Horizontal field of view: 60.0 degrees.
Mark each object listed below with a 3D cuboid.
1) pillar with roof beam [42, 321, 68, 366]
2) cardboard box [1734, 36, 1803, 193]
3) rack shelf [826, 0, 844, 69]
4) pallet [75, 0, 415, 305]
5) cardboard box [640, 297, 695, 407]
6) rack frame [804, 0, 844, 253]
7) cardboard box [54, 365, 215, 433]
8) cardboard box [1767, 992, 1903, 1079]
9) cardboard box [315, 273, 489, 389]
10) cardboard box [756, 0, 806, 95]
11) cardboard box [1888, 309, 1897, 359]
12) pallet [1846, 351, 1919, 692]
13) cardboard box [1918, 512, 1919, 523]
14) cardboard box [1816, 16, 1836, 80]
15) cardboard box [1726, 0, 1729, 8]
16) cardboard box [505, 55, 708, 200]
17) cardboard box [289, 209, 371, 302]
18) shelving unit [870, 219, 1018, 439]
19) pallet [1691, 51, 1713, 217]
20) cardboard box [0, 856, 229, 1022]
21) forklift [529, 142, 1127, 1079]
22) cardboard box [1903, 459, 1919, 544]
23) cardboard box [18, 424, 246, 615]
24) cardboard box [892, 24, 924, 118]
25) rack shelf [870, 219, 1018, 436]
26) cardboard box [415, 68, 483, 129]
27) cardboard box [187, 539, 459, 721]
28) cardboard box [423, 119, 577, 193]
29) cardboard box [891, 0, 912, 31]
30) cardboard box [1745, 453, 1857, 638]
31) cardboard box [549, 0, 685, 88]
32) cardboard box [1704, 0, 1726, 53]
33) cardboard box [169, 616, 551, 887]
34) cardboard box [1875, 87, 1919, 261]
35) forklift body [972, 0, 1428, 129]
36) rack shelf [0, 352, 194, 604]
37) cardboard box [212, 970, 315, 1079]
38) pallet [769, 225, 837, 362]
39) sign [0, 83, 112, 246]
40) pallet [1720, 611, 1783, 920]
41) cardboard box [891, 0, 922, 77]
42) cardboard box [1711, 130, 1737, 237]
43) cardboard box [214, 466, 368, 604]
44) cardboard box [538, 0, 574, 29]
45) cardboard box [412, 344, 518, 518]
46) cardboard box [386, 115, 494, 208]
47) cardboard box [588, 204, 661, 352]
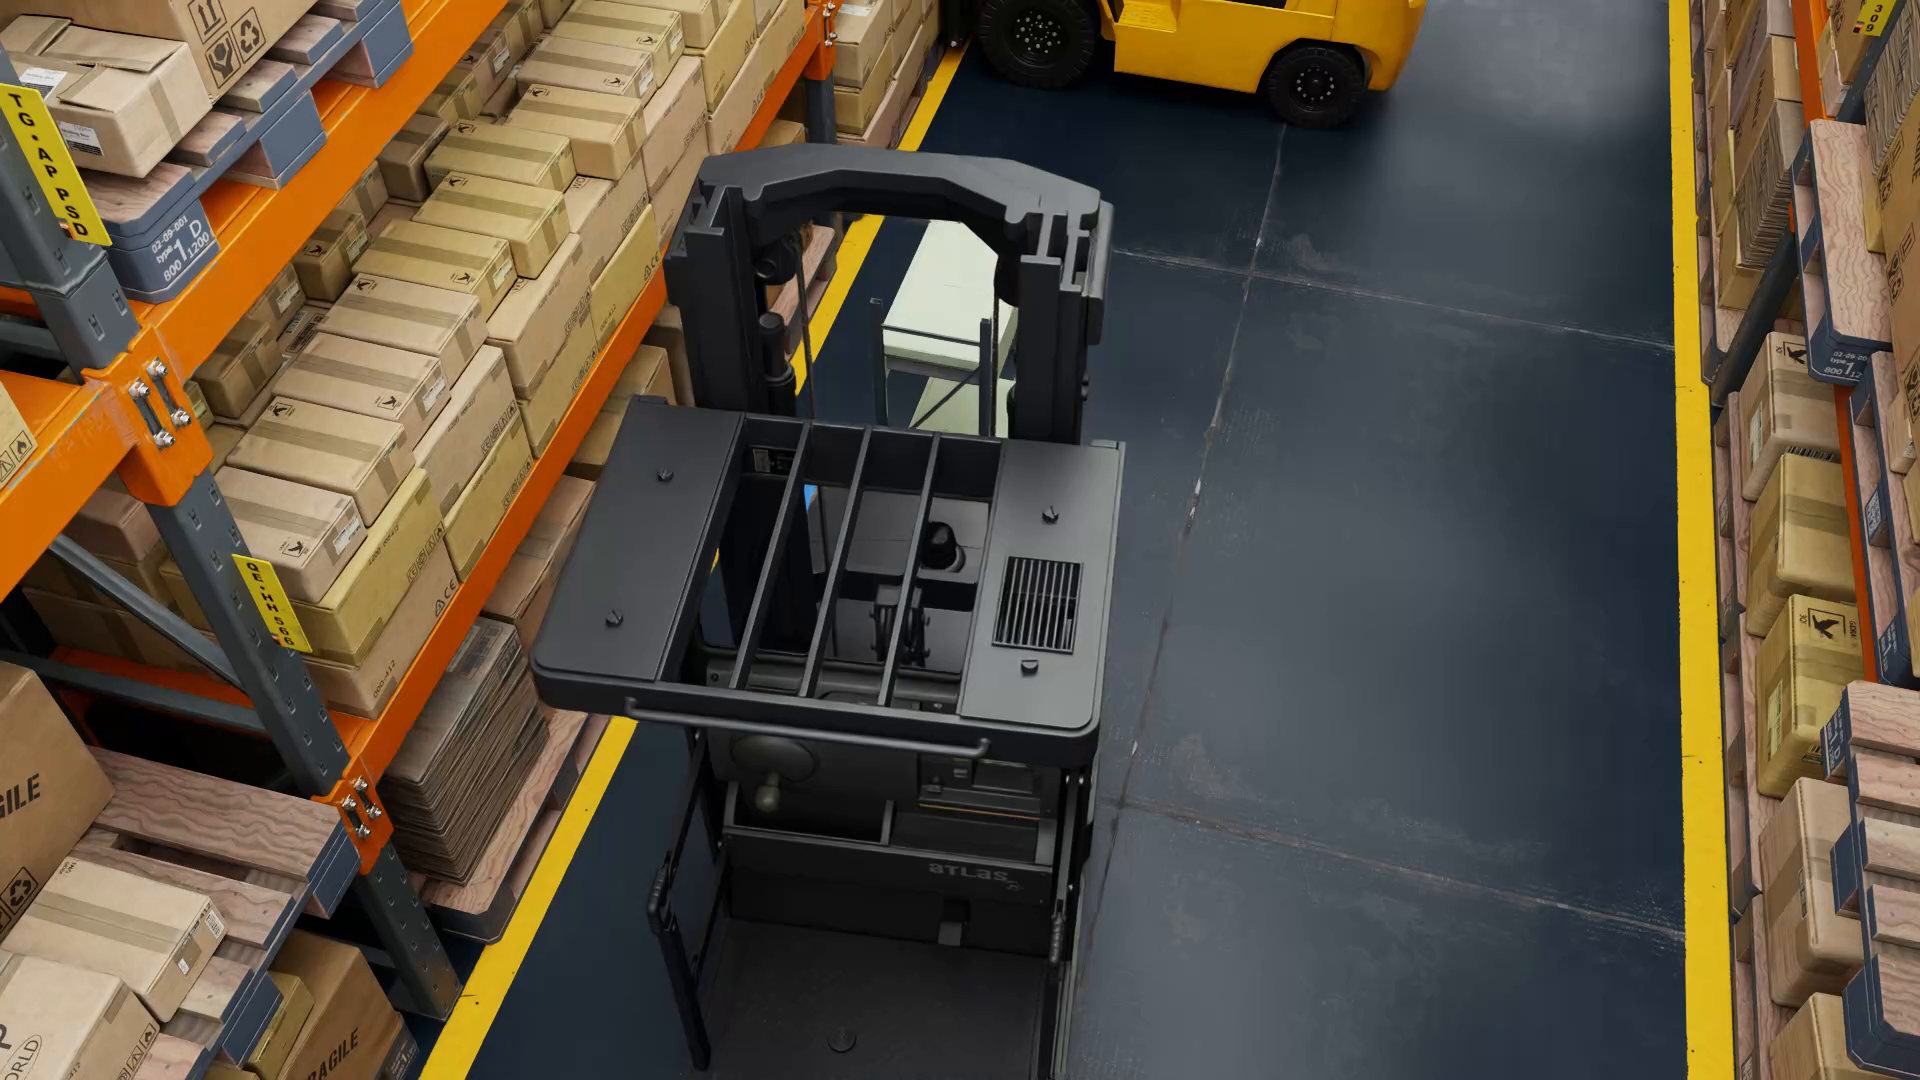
[{"bbox_3d":[1.521,-1.851,2.301,9.100,9.000,0.400,12,50,10],"label":"pillar with roof beam"},{"bbox_3d":[3.766,-1.838,7.344,0.500,0.500,0.500,12,50,11],"label":"cardboard box"},{"bbox_3d":[-0.526,-3.697,8.411,1.077,0.370,4.000,12,50,10],"label":"rack shelf"},{"bbox_3d":[-2.013,-1.033,3.706,1.213,0.211,1.003,14,50,12],"label":"pallet"},{"bbox_3d":[-1.391,-0.902,6.768,0.875,0.625,0.625,11,50,10],"label":"cardboard box"},{"bbox_3d":[-1.053,-2.488,6.864,1.000,3.000,0.127,12,50,10],"label":"rack frame"},{"bbox_3d":[-2.254,-0.329,4.459,0.380,0.149,0.250,13,50,11],"label":"cardboard box"},{"bbox_3d":[2.843,1.706,4.635,0.950,0.372,0.625,9,49,7],"label":"cardboard box"},{"bbox_3d":[-1.569,-0.591,4.690,0.380,0.149,0.250,12,50,10],"label":"cardboard box"},{"bbox_3d":[-0.933,-2.022,6.553,0.500,0.250,0.500,13,50,11],"label":"cardboard box"},{"bbox_3d":[3.104,-0.653,5.132,0.380,0.149,0.250,12,50,11],"label":"cardboard box"},{"bbox_3d":[3.166,0.006,4.791,1.003,0.211,1.213,12,50,10],"label":"pallet"},{"bbox_3d":[2.793,-0.014,4.135,0.500,0.500,0.500,9,49,7],"label":"cardboard box"},{"bbox_3d":[3.587,-1.903,6.515,0.380,0.149,0.250,13,50,11],"label":"cardboard box"},{"bbox_3d":[4.172,-2.956,8.331,0.500,0.500,0.500,10,49,9],"label":"cardboard box"},{"bbox_3d":[-1.204,-1.456,5.720,0.500,0.250,0.500,12,50,11],"label":"cardboard box"},{"bbox_3d":[-1.986,-0.869,4.936,0.380,0.149,0.250,11,50,10],"label":"cardboard box"},{"bbox_3d":[0.002,-0.501,6.111,0.431,1.500,0.755,12,50,10],"label":"shelving unit"},{"bbox_3d":[4.199,-1.966,8.264,1.003,0.211,1.213,12,50,10],"label":"pallet"},{"bbox_3d":[-1.908,0.900,3.761,0.380,0.149,0.250,12,50,11],"label":"cardboard box"},{"bbox_3d":[-0.223,0.643,4.146,1.130,2.935,3.031,6,49,5],"label":"forklift"},{"bbox_3d":[2.875,-0.094,4.638,0.380,0.149,0.250,10,49,9],"label":"cardboard box"},{"bbox_3d":[-2.255,-0.090,4.514,0.500,0.250,0.500,13,50,11],"label":"cardboard box"},{"bbox_3d":[-0.487,-2.372,8.316,0.500,0.250,0.500,11,49,9],"label":"cardboard box"},{"bbox_3d":[0.002,-0.759,5.818,0.431,0.370,0.720,12,50,10],"label":"rack shelf"},{"bbox_3d":[-1.798,-1.430,5.431,0.380,0.149,0.250,12,50,10],"label":"cardboard box"},{"bbox_3d":[-1.753,0.182,4.607,0.500,0.250,0.500,12,50,10],"label":"cardboard box"},{"bbox_3d":[-1.433,-1.158,5.191,0.380,0.149,0.250,12,50,10],"label":"cardboard box"},{"bbox_3d":[-0.478,-2.704,7.942,0.500,0.250,0.500,12,50,10],"label":"cardboard box"},{"bbox_3d":[3.415,0.120,6.035,0.950,0.372,0.625,14,50,12],"label":"cardboard box"},{"bbox_3d":[-1.165,-1.694,5.664,0.380,0.149,0.250,10,49,9],"label":"cardboard box"},{"bbox_3d":[4.169,-2.737,8.638,0.500,0.250,0.500,13,50,11],"label":"cardboard box"},{"bbox_3d":[-1.928,0.604,5.439,0.875,0.625,0.625,13,50,11],"label":"cardboard box"},{"bbox_3d":[3.206,-1.137,5.126,0.500,0.500,0.500,12,50,10],"label":"cardboard box"},{"bbox_3d":[1.261,-3.369,8.208,2.313,2.155,1.214,12,50,10],"label":"forklift body"},{"bbox_3d":[-2.632,1.097,2.179,1.077,0.370,4.000,12,50,10],"label":"rack shelf"},{"bbox_3d":[-1.991,1.286,4.488,0.380,0.149,0.250,9,49,8],"label":"cardboard box"},{"bbox_3d":[-1.209,-1.025,7.432,1.003,0.211,1.213,12,50,10],"label":"pallet"},{"bbox_3d":[-1.582,-0.650,2.896,0.100,0.325,0.005,12,50,10],"label":"sign"},{"bbox_3d":[3.214,0.860,5.769,1.003,0.211,1.213,12,50,10],"label":"pallet"},{"bbox_3d":[-0.497,-2.536,8.127,0.500,0.250,0.500,11,50,10],"label":"cardboard box"},{"bbox_3d":[3.764,-1.608,7.641,0.500,0.250,0.500,10,49,9],"label":"cardboard box"},{"bbox_3d":[-1.737,-0.015,4.182,0.380,0.149,0.250,13,50,11],"label":"cardboard box"},{"bbox_3d":[-1.587,-1.971,5.908,0.380,0.149,0.250,11,50,10],"label":"cardboard box"},{"bbox_3d":[-1.620,-0.345,4.739,0.500,0.250,0.500,13,50,11],"label":"cardboard box"},{"bbox_3d":[-1.848,-1.185,5.480,0.500,0.250,0.500,11,49,9],"label":"cardboard box"},{"bbox_3d":[-1.349,-0.929,5.589,0.500,0.250,0.500,13,50,11],"label":"cardboard box"}]
